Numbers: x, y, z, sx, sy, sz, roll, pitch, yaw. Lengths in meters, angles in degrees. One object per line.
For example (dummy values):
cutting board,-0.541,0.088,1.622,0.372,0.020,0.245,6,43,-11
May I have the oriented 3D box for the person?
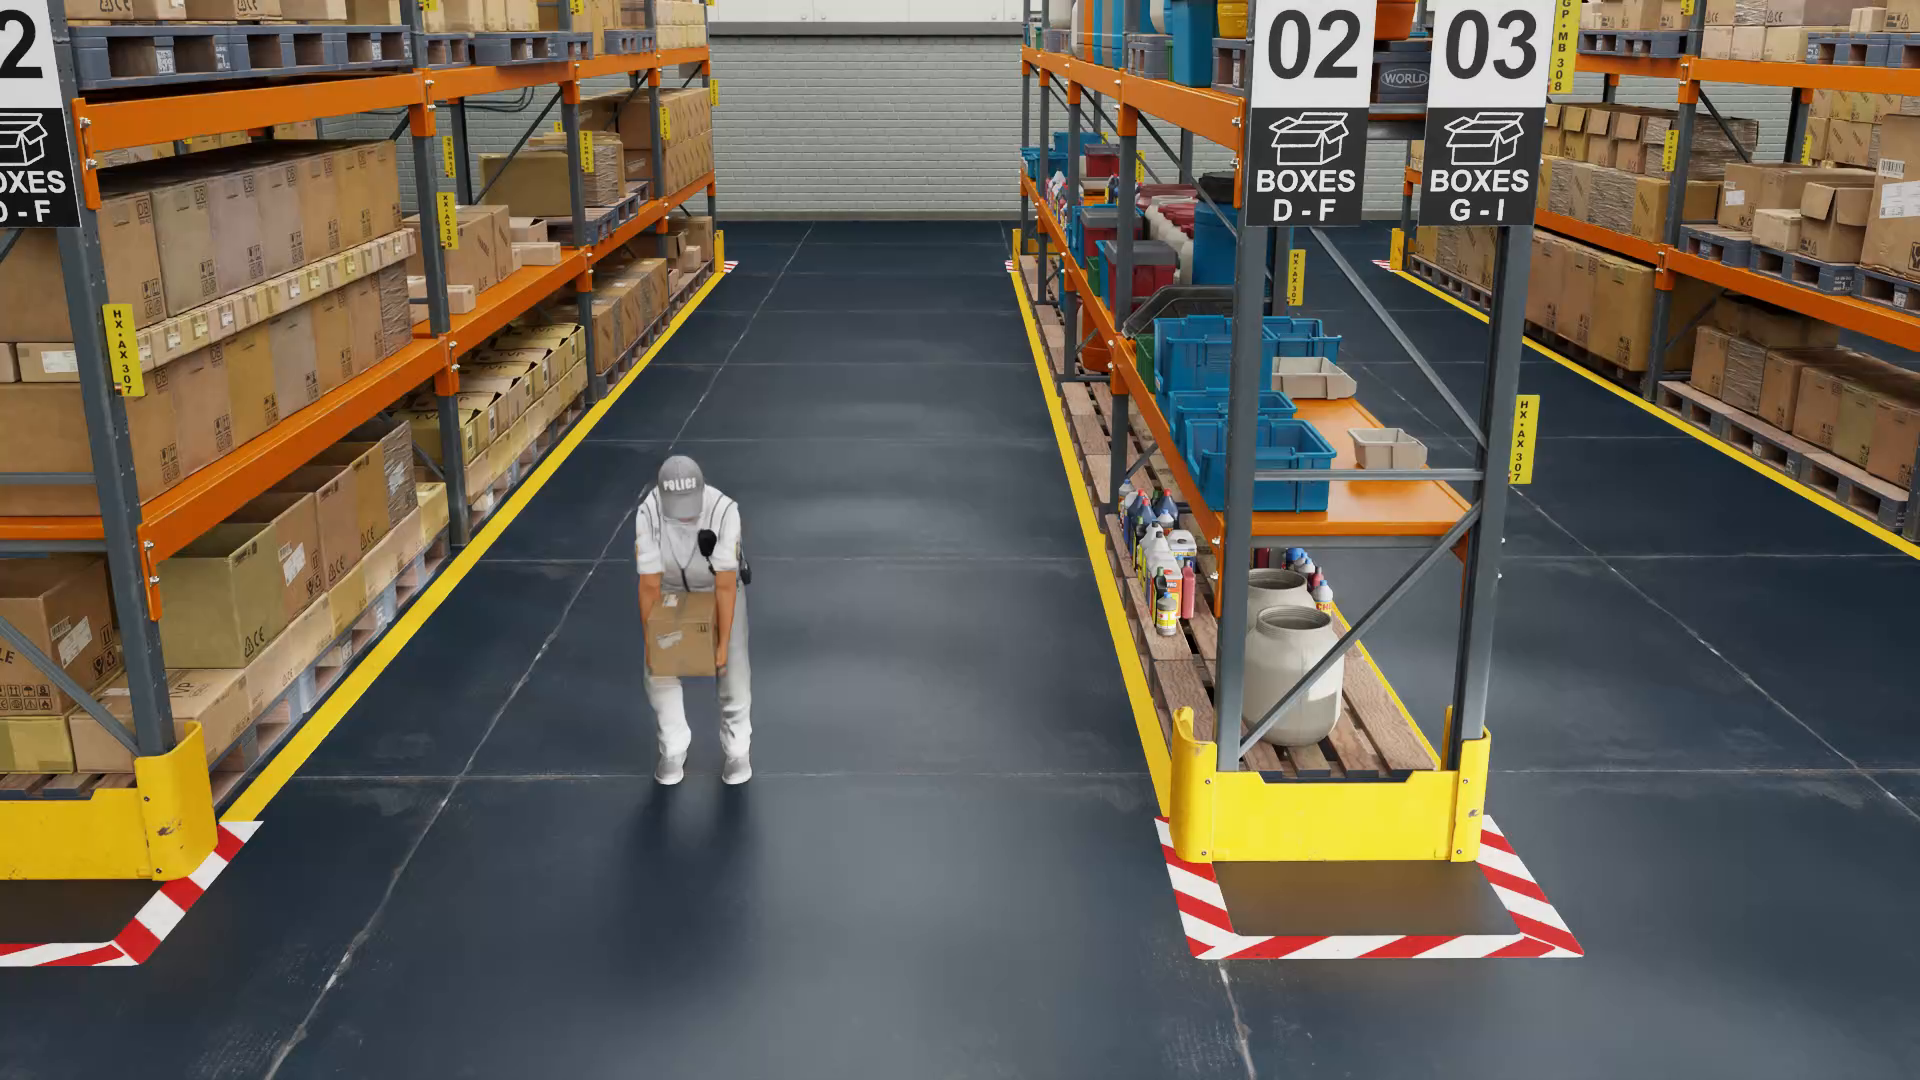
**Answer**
person,-1.095,0.324,6.803,0.456,1.493,0.774,-1,17,-2
